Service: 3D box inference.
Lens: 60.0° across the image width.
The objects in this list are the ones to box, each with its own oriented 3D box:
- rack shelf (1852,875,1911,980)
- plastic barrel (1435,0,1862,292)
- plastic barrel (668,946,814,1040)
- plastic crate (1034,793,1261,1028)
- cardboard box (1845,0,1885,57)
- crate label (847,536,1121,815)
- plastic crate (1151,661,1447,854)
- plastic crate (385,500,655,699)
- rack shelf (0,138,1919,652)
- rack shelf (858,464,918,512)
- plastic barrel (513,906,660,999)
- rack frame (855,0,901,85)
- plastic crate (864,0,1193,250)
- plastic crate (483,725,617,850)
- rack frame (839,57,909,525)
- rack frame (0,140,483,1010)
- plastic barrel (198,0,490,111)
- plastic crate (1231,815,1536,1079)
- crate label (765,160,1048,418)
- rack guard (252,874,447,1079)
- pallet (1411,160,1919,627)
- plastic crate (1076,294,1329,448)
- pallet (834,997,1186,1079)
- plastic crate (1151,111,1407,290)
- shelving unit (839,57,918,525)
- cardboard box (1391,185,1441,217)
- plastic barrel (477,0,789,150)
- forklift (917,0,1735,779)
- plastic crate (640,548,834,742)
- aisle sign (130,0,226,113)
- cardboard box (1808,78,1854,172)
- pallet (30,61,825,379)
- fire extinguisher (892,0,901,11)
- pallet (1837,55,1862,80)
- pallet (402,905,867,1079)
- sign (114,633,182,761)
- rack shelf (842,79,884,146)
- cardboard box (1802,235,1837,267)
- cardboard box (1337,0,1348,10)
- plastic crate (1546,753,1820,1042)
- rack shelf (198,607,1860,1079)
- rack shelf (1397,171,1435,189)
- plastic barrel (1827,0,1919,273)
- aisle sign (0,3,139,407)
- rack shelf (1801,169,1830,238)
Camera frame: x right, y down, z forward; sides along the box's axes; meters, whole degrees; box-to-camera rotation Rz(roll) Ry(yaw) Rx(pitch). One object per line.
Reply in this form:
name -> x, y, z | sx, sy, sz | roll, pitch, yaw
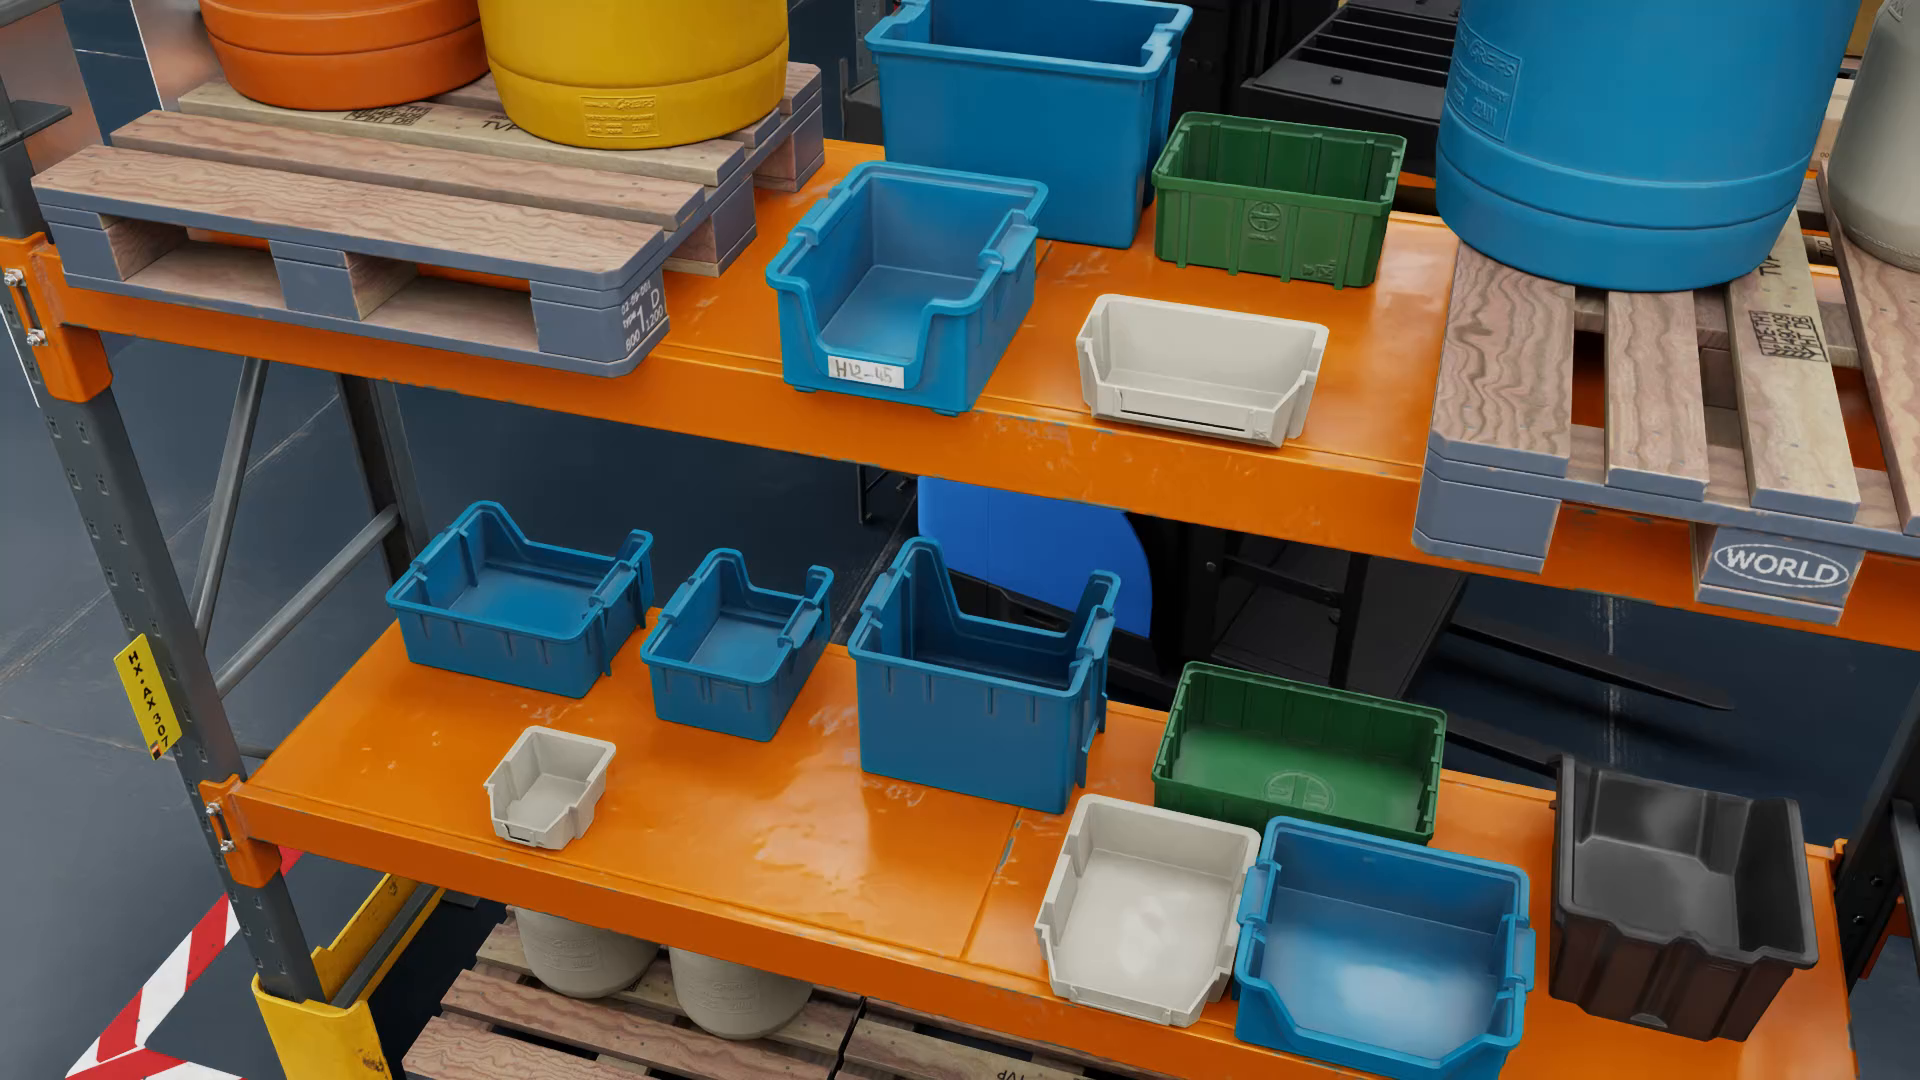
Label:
rack shelf -> 3.958, 1.529, 3.249 | 4.000, 0.370, 1.077 | 10, 38, 14
plastic barrel -> 1.131, -0.930, 2.675 | 0.708, 0.901, 0.600 | 10, 38, 14
plastic barrel -> -0.640, 1.173, 4.870 | 0.421, 0.512, 0.421 | 0, 36, 0
plastic crate -> 0.423, 0.848, 3.790 | 0.437, 0.136, 0.530 | 10, 38, 14
cardboard box -> 6.218, -3.707, 11.493 | 0.500, 0.500, 0.700 | 10, 37, 13
crate label -> 0.068, 0.337, 4.232 | 0.616, 0.435, 0.502 | 10, 38, 14
plastic crate -> 0.837, 0.571, 4.122 | 0.662, 0.188, 0.450 | 10, 38, 14
plastic crate -> -1.202, 0.158, 4.631 | 0.616, 0.251, 0.499 | 10, 38, 14
rack shelf -> 0.140, -0.386, 3.321 | 4.000, 0.370, 1.077 | 10, 38, 14
rack shelf -> -0.127, -0.369, 7.183 | 0.480, 0.518, 0.431 | 19, 40, 24
plastic barrel -> -1.118, 1.085, 4.990 | 0.421, 0.512, 0.421 | 0, 36, 0
rack frame -> -0.289, -2.623, 8.284 | 0.127, 3.000, 1.000 | 10, 38, 14
plastic crate -> 0.141, -0.856, 3.366 | 0.575, 0.384, 0.392 | 10, 38, 14
plastic crate -> -1.011, 0.625, 4.093 | 0.250, 0.136, 0.298 | 10, 38, 14
rack frame -> -0.338, -1.015, 6.858 | 0.015, 2.100, 0.400 | 19, 40, 24
rack frame -> -1.769, 0.179, 4.477 | 0.127, 3.000, 1.000 | 10, 38, 14
plastic barrel -> -1.268, -1.358, 3.317 | 0.708, 0.830, 0.600 | 10, 38, 14
plastic crate -> 0.911, 0.904, 3.617 | 0.616, 0.251, 0.499 | 10, 38, 14
crate label -> -0.081, -0.452, 2.928 | 0.408, 0.251, 0.502 | 10, 38, 14
rack guard -> -1.683, 1.172, 5.236 | 0.348, 0.500, 1.175 | 10, 38, 14
pallet -> 1.331, -0.319, 2.781 | 1.003, 0.211, 1.213 | 10, 38, 14
plastic crate -> 0.396, -0.271, 2.780 | 0.396, 0.136, 0.243 | 10, 38, 14
pallet -> 0.252, 1.652, 4.828 | 1.213, 0.211, 1.003 | 10, 38, 14
plastic crate -> 0.624, -0.670, 3.278 | 0.450, 0.188, 0.336 | 10, 38, 14
shelving unit -> -0.127, -0.943, 6.760 | 0.503, 2.100, 0.431 | 19, 40, 24
cardboard box -> 2.069, -1.420, 7.981 | 0.500, 0.500, 0.500 | 10, 38, 14
plastic barrel -> -0.643, -1.145, 3.231 | 0.600, 0.588, 0.600 | 0, 36, 0
forklift -> 1.355, -0.689, 5.713 | 3.031, 2.935, 1.130 | 19, 40, 24
plastic crate -> -0.584, 0.276, 4.470 | 0.408, 0.251, 0.499 | 10, 38, 14
aisle sign -> -1.750, -1.049, 3.952 | 0.004, 0.787, 0.394 | 10, 38, 14
cardboard box -> 4.012, -1.794, 7.283 | 0.500, 0.250, 0.500 | 13, 38, 17
pallet -> -1.009, -0.752, 3.370 | 1.213, 0.211, 1.003 | 10, 38, 14
fire extinguisher -> -0.263, -2.876, 8.692 | 0.183, 0.674, 0.296 | 10, 38, 14
pallet -> 5.746, -3.460, 11.773 | 1.213, 0.211, 1.003 | 10, 38, 14
pallet -> -0.909, 1.435, 5.122 | 1.213, 0.211, 1.003 | 10, 38, 14
sign -> -1.938, 0.378, 3.973 | 0.005, 0.325, 0.100 | 10, 38, 14
rack shelf -> -0.127, -1.496, 6.353 | 0.480, 0.518, 0.431 | 19, 40, 24
cardboard box -> 4.001, -1.295, 7.971 | 0.500, 0.311, 0.500 | 10, 38, 14
cardboard box -> 1.740, -2.415, 7.369 | 0.250, 0.149, 0.380 | 12, 38, 15
plastic crate -> 1.587, 0.746, 3.758 | 0.504, 0.338, 0.767 | 10, 38, 14
rack shelf -> 0.140, 0.822, 4.210 | 4.000, 0.370, 1.077 | 10, 38, 14
rack shelf -> 1.620, -1.980, 8.017 | 4.000, 0.370, 1.077 | 10, 38, 14
plastic barrel -> 1.696, -0.724, 2.724 | 0.421, 0.512, 0.421 | 0, 36, 0
aisle sign -> -1.925, -0.715, 3.498 | 0.004, 0.787, 0.394 | 10, 38, 14
rack shelf -> 5.438, -1.273, 7.056 | 4.000, 0.370, 1.077 | 10, 38, 14
